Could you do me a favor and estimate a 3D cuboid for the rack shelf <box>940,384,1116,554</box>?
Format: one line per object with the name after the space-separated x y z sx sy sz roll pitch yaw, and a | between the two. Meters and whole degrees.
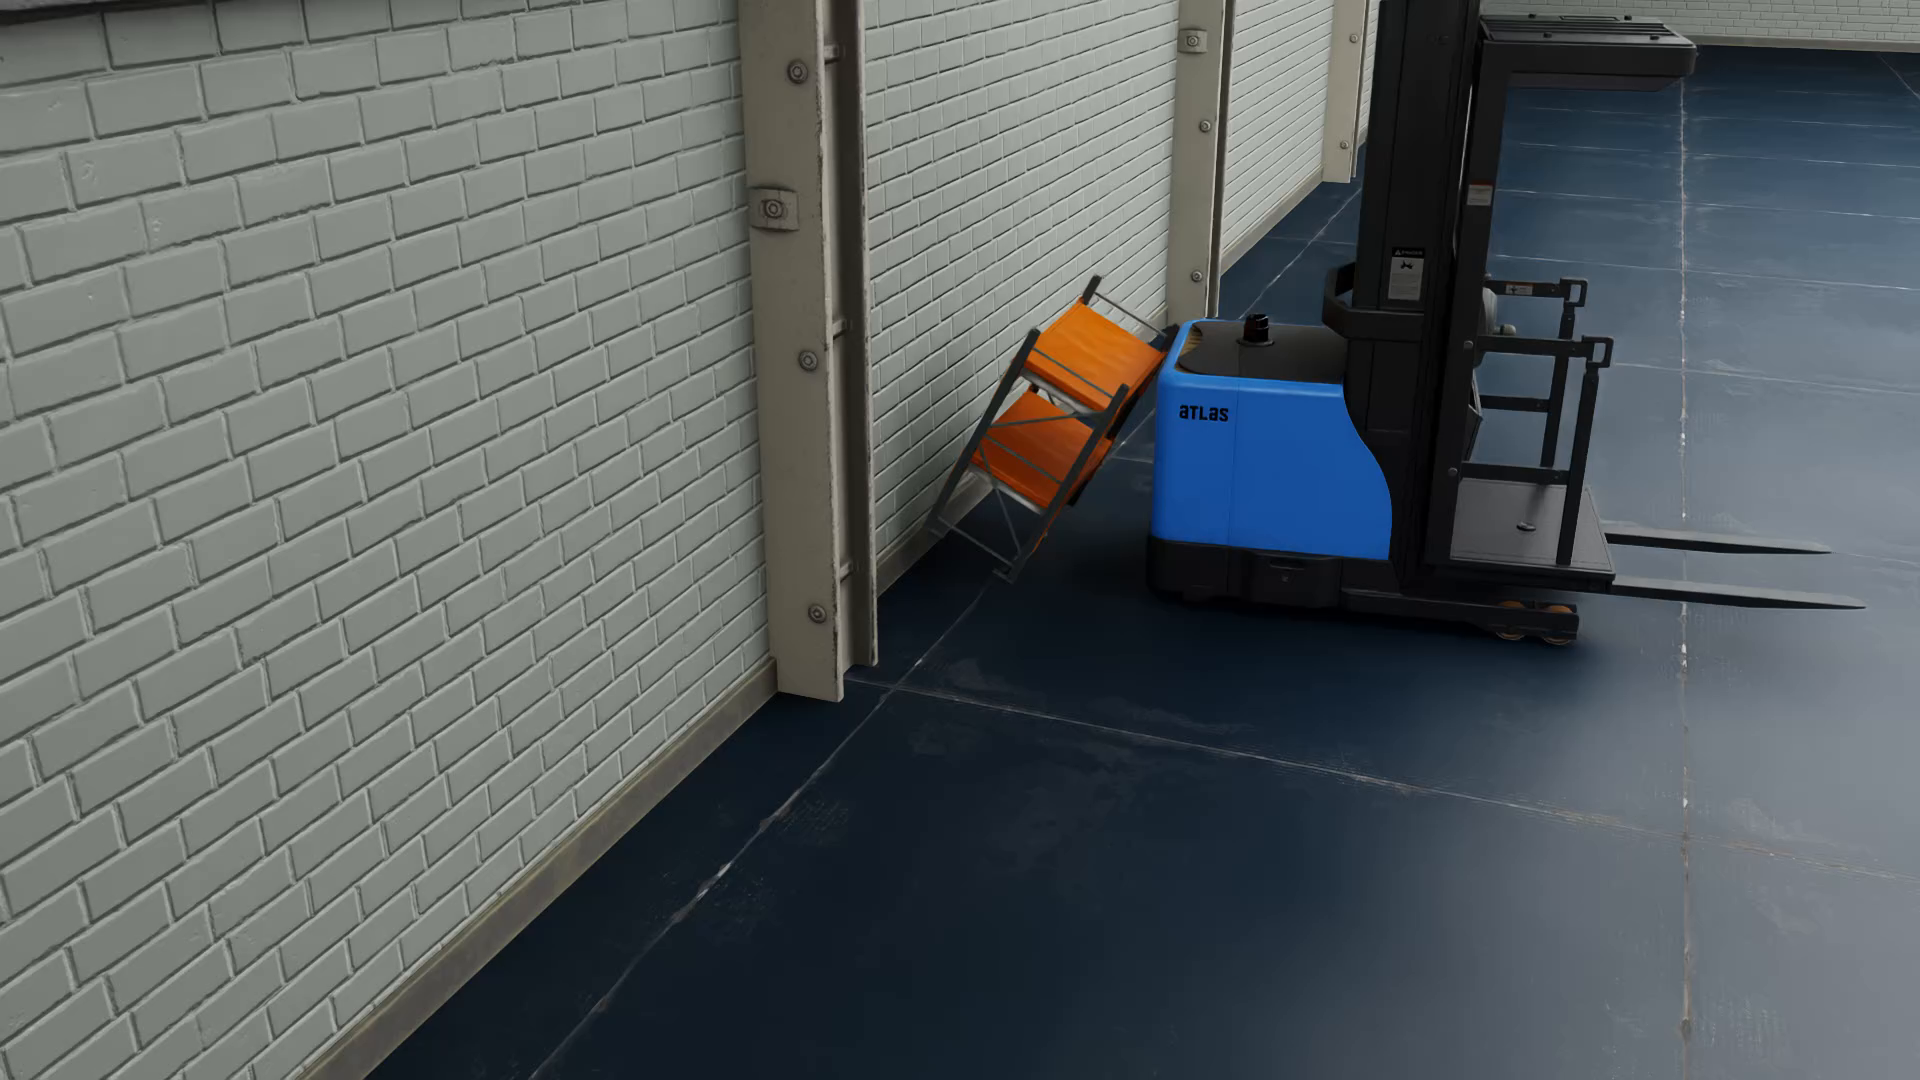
0.345 -0.361 8.027 0.538 0.278 1.000 33 29 5 | rack shelf

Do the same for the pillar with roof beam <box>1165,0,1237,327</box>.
5.666 -5.122 8.838 9.100 9.000 0.400 9 24 20 | pillar with roof beam

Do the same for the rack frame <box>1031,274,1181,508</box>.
0.621 -0.733 8.348 0.500 1.125 0.032 33 29 5 | rack frame

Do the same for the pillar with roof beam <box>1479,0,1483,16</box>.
12.353 -11.564 24.259 9.100 9.000 0.400 9 24 20 | pillar with roof beam

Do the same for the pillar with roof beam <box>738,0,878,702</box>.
3.438 -2.975 3.698 9.100 9.000 0.400 9 24 20 | pillar with roof beam

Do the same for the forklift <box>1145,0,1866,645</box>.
2.422 -1.127 7.145 3.031 2.935 1.130 5 23 13 | forklift

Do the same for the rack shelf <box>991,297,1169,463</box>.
0.578 -0.769 7.765 0.538 0.278 1.000 33 29 5 | rack shelf

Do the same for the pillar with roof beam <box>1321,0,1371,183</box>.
7.895 -7.270 13.978 9.100 9.000 0.400 9 24 20 | pillar with roof beam

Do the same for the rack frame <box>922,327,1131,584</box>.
0.281 -0.360 7.466 0.500 1.125 0.032 33 29 5 | rack frame

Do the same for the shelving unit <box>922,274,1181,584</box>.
0.451 -0.547 7.907 0.538 1.125 1.048 33 29 5 | shelving unit
